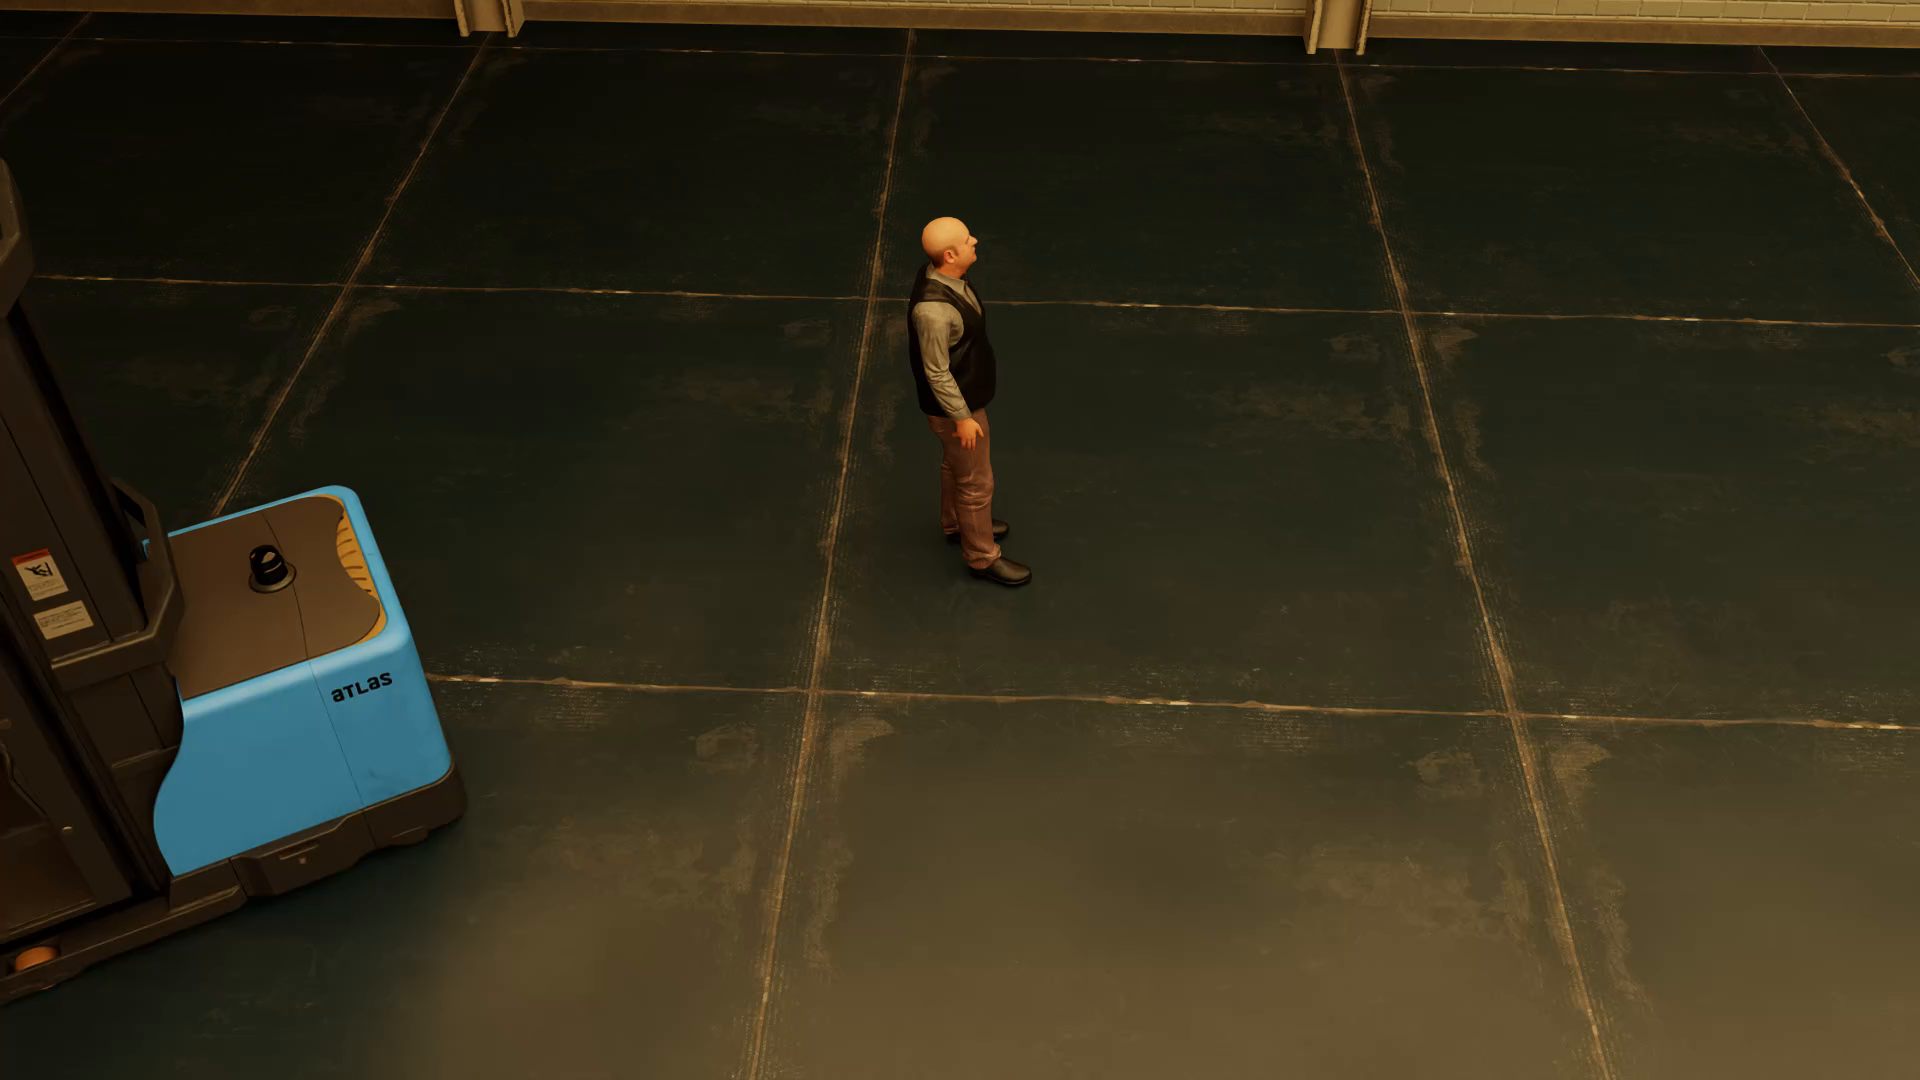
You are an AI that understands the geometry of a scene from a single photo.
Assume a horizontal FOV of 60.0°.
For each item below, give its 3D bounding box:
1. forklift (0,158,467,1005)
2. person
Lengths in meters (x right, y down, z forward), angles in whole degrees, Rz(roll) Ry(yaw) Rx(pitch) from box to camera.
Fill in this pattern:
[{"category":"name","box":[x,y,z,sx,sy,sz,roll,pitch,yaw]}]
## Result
[{"category":"forklift","box":[-3.522,0.221,5.501,3.031,2.935,1.130,-19,46,-20]},{"category":"person","box":[0.063,-0.635,7.323,0.566,1.722,0.634,2,42,2]}]
